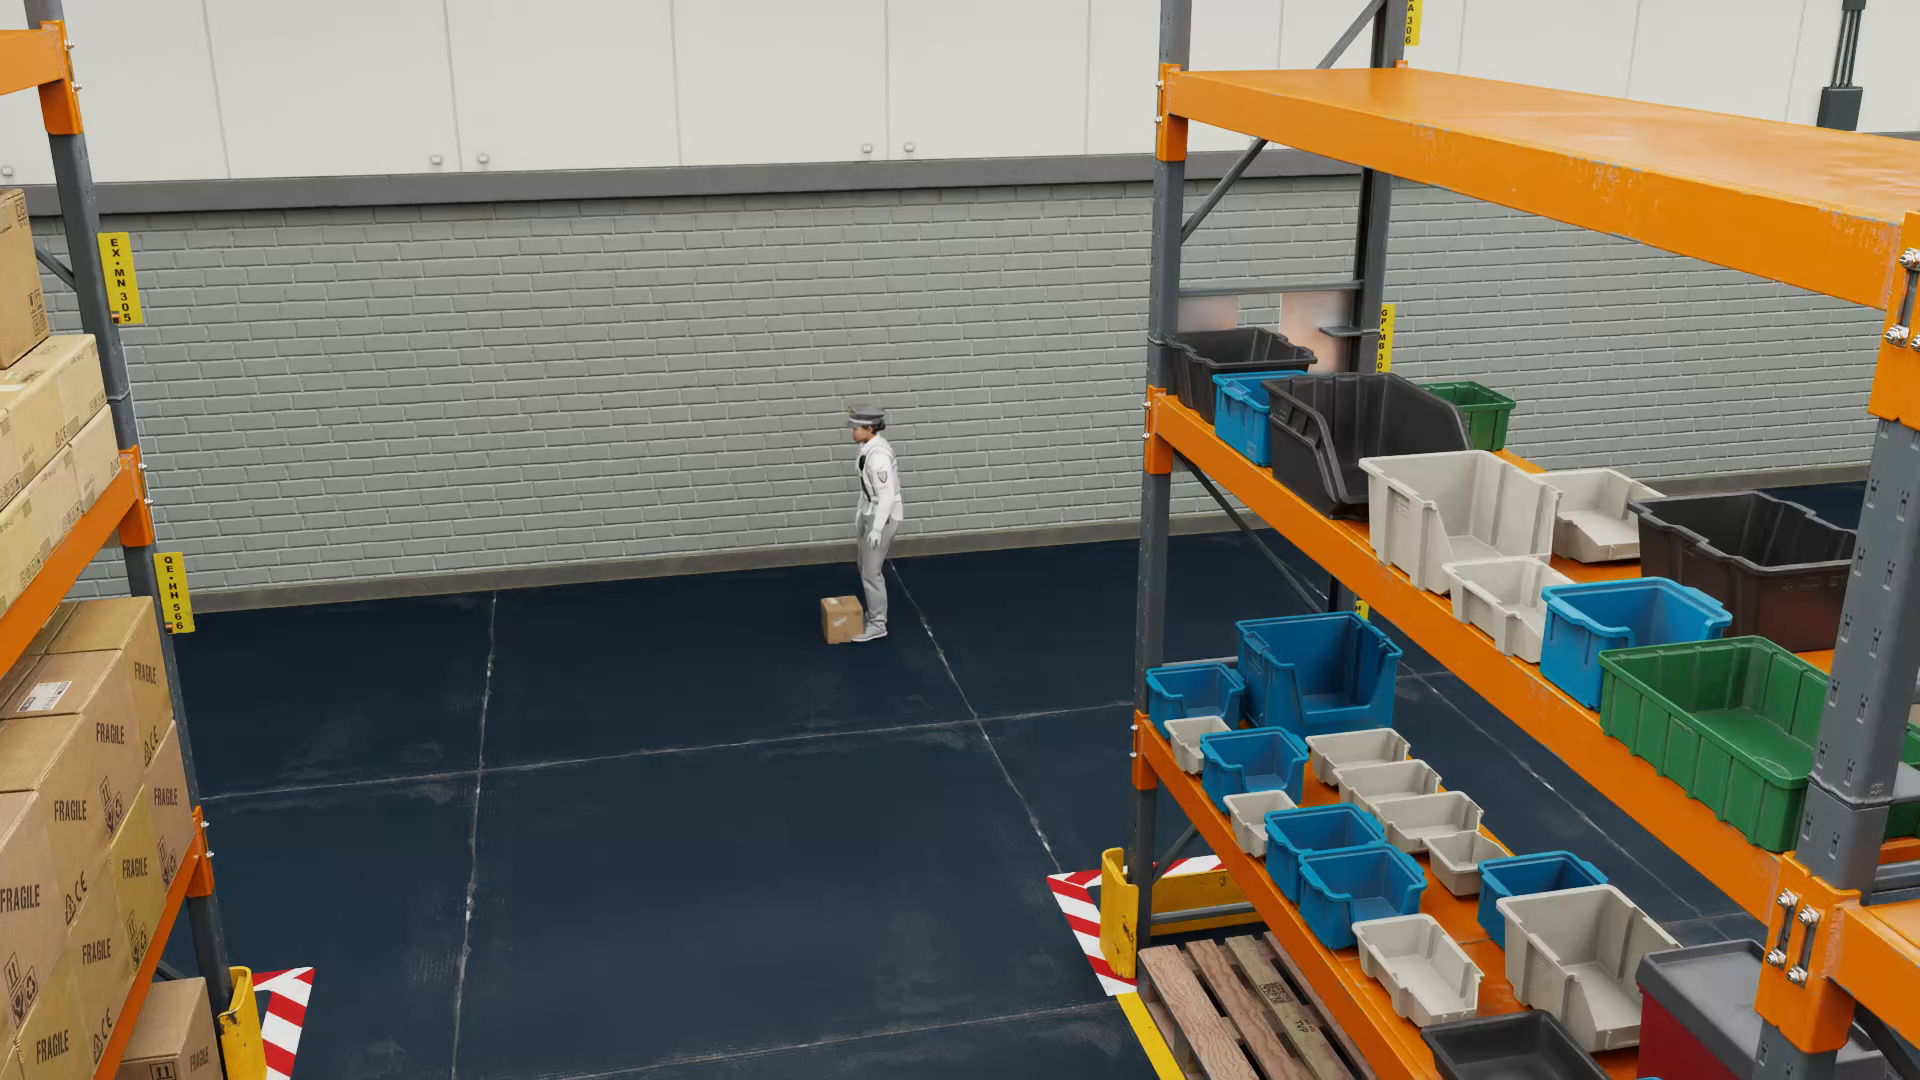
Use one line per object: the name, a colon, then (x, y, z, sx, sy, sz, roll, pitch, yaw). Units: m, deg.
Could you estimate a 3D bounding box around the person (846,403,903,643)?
person: (-0.608, -0.128, 11.422, 0.412, 1.663, 0.517, -5, 20, -14)
